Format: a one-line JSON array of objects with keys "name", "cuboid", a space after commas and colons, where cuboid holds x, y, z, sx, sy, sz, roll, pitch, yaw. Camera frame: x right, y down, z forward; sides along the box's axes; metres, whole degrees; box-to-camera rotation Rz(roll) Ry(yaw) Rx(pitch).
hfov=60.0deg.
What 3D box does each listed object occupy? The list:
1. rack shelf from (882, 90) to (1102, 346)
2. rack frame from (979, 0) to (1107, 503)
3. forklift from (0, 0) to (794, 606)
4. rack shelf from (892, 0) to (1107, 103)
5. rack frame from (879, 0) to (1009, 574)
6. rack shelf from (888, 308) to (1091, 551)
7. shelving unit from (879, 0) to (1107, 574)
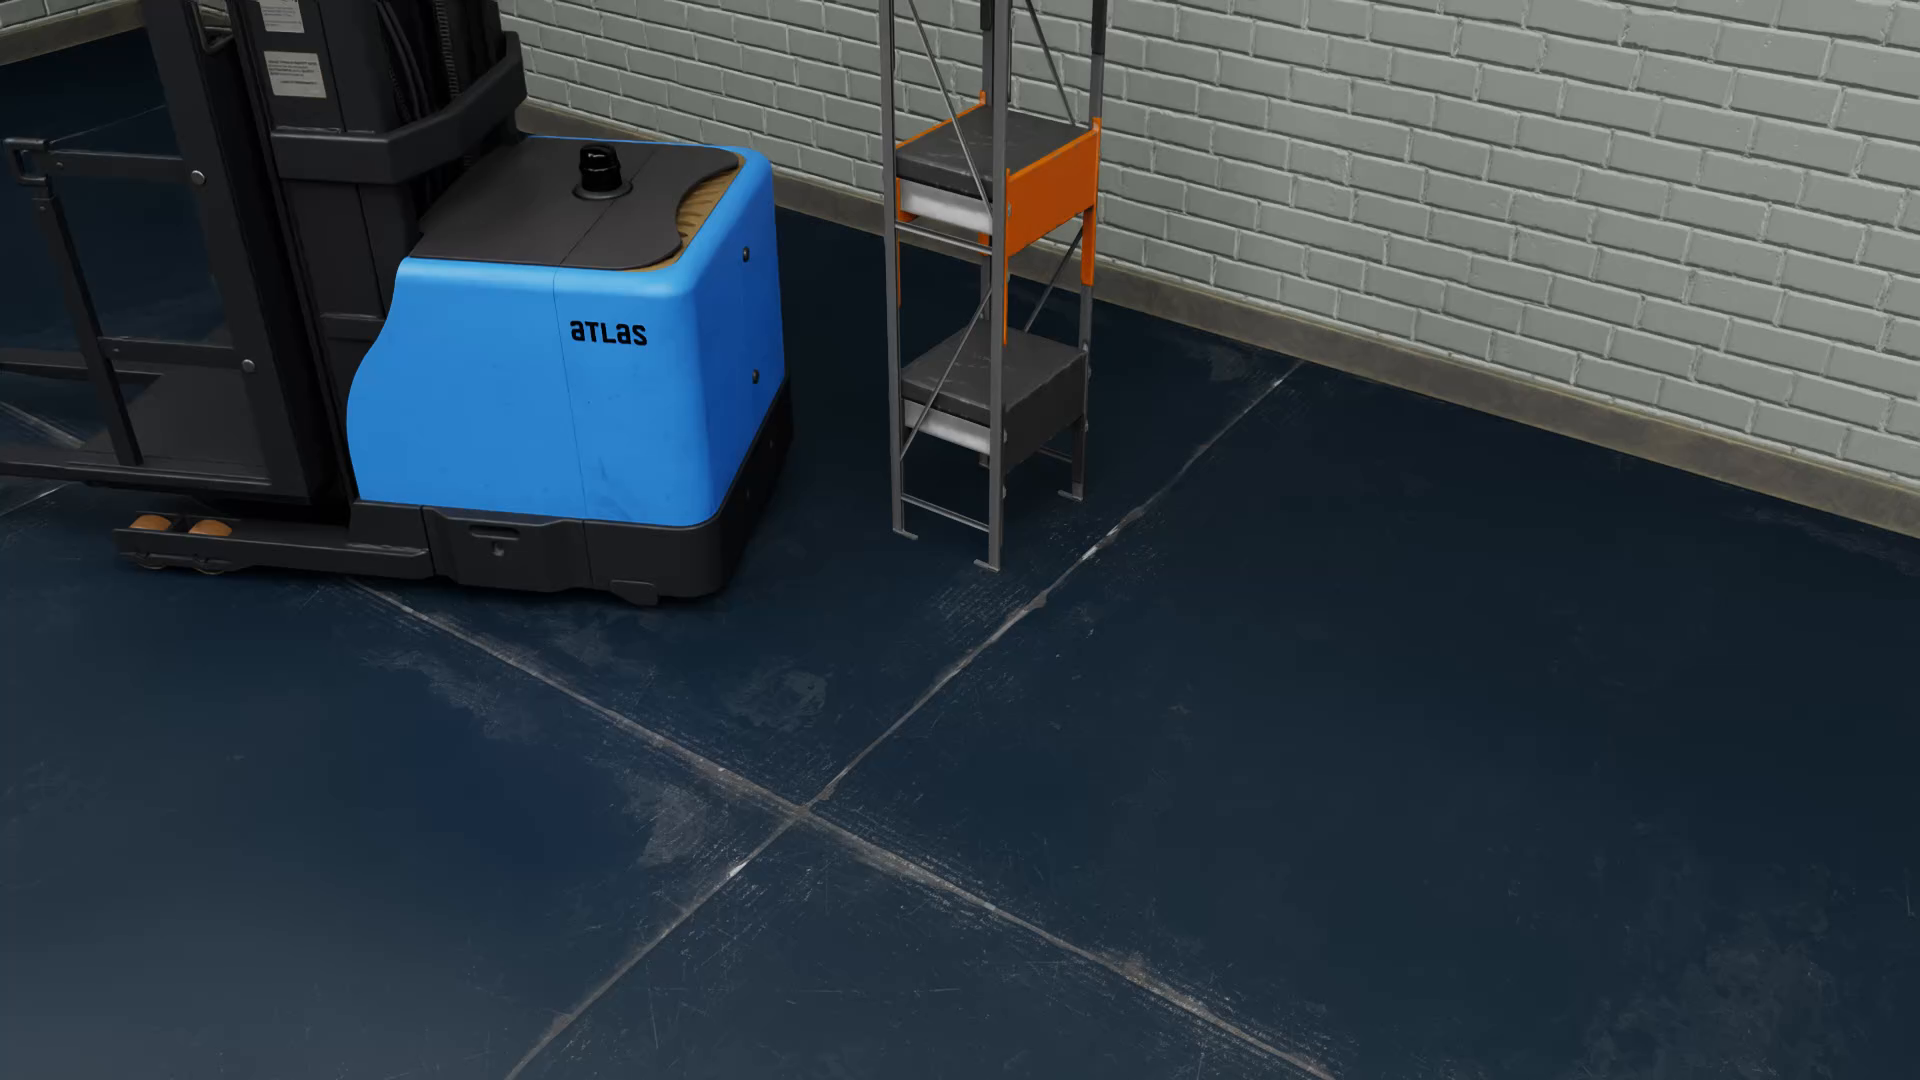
[{"name": "rack shelf", "cuboid": [0.094, -0.935, 4.782, 0.431, 0.518, 0.480, 21, 39, 28]}, {"name": "rack frame", "cuboid": [0.234, -1.058, 4.941, 0.400, 2.100, 0.015, 21, 39, 28]}, {"name": "forklift", "cuboid": [-2.126, -1.394, 4.696, 3.031, 2.935, 1.130, 5, 34, 7]}, {"name": "rack shelf", "cuboid": [0.094, -1.515, 4.390, 0.431, 0.518, 0.480, 21, 39, 28]}, {"name": "rack frame", "cuboid": [-0.045, -0.834, 4.608, 0.400, 2.100, 0.015, 21, 39, 28]}, {"name": "rack shelf", "cuboid": [0.094, -0.355, 5.174, 0.431, 0.518, 0.480, 21, 39, 28]}, {"name": "shelving unit", "cuboid": [0.094, -0.946, 4.774, 0.431, 2.100, 0.503, 21, 39, 28]}]
